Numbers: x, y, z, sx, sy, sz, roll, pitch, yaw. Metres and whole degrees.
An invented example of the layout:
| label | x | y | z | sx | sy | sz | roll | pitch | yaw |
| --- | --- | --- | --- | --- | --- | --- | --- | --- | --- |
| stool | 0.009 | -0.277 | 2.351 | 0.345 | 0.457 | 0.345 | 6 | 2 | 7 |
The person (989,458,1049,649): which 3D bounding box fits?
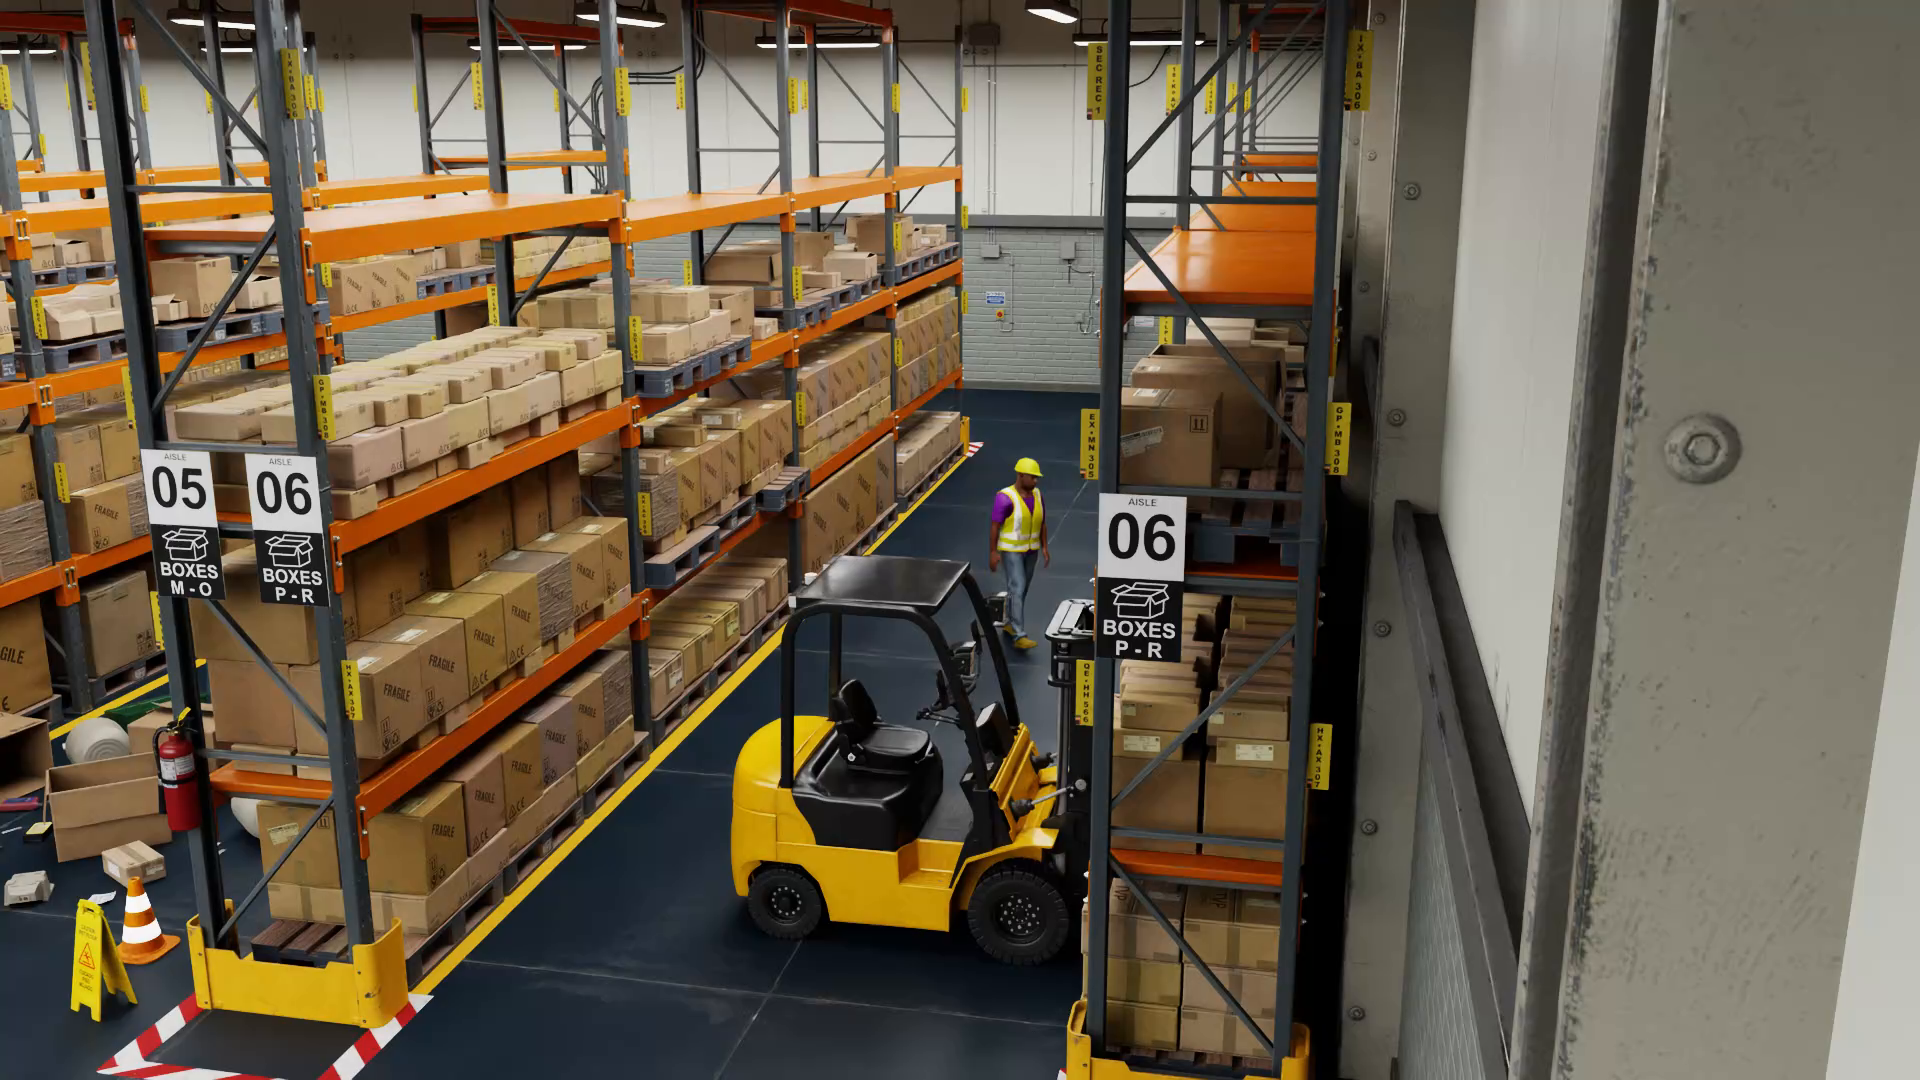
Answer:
| label | x | y | z | sx | sy | sz | roll | pitch | yaw |
| --- | --- | --- | --- | --- | --- | --- | --- | --- | --- |
| person | 0.602 | 0.108 | 15.491 | 0.614 | 1.743 | 0.782 | -12 | 19 | -39 |
